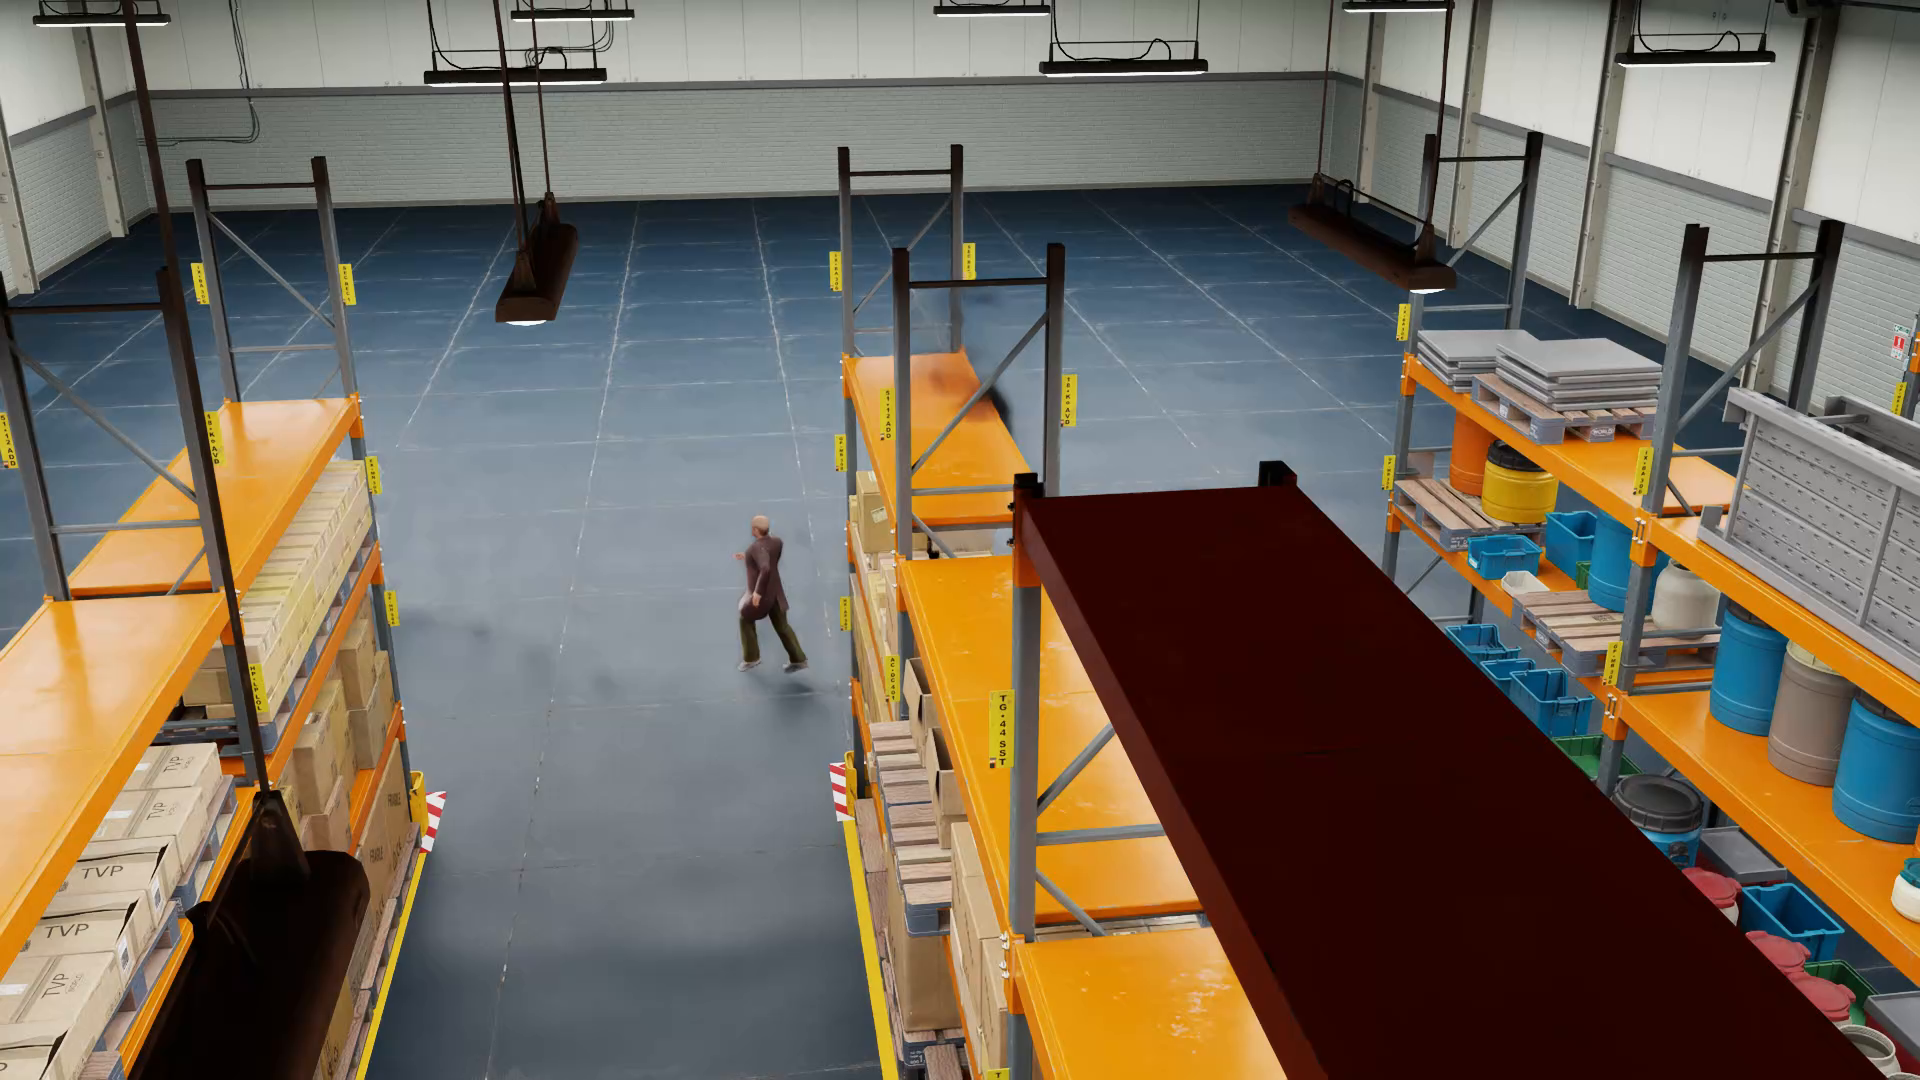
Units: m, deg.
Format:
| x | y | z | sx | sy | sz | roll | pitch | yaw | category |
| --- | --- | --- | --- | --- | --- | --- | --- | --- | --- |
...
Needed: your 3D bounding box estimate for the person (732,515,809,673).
| x | y | z | sx | sy | sz | roll | pitch | yaw | category |
| --- | --- | --- | --- | --- | --- | --- | --- | --- | --- |
| -2.038 | 0.618 | 17.651 | 0.949 | 1.842 | 0.673 | 14 | 25 | 31 | person |
